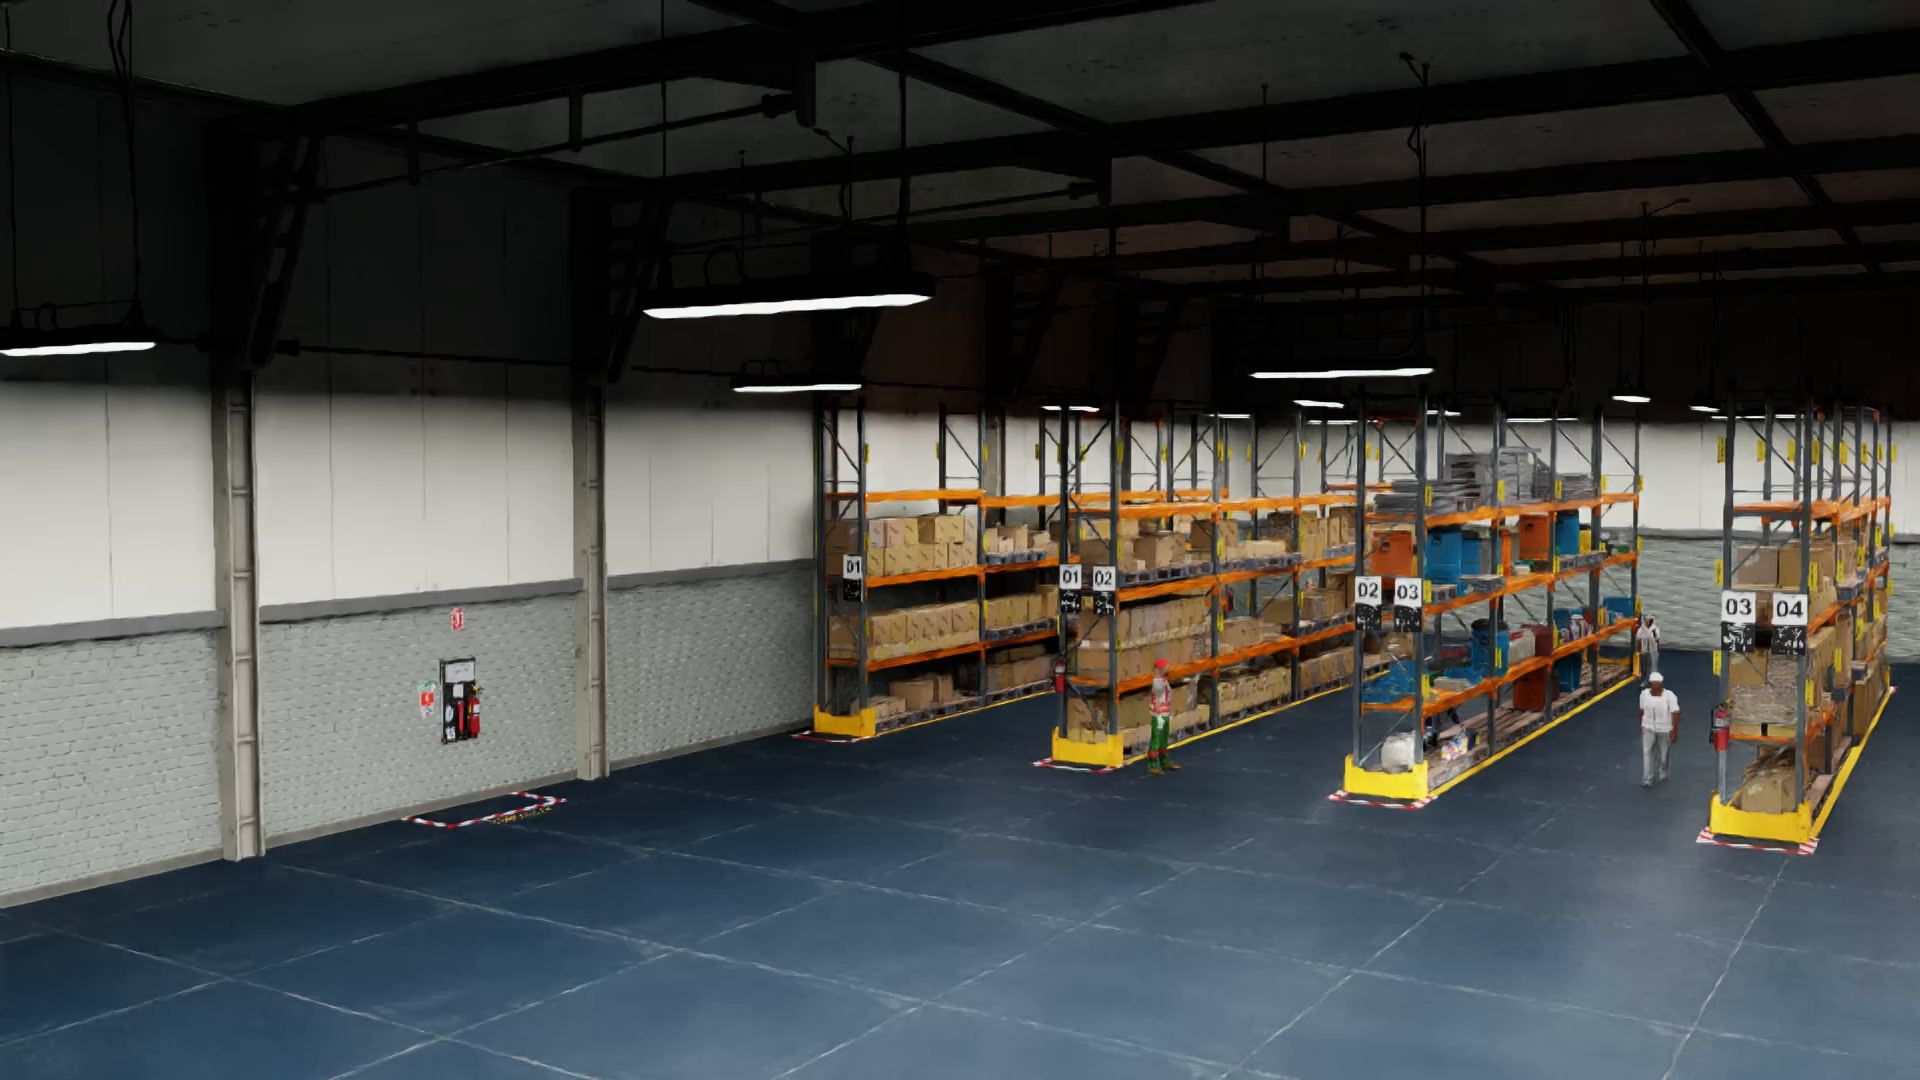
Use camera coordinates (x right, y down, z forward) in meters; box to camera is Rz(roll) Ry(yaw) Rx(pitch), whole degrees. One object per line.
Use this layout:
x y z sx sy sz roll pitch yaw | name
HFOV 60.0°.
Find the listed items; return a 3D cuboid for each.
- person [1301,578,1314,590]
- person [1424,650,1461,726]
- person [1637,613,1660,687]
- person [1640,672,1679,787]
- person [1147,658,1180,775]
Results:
8.902 1.872 42.519 0.682 1.781 0.525 -2 3 -31 | person
8.512 2.684 29.397 0.887 1.534 0.460 -2 4 -35 | person
14.506 2.335 35.048 0.448 1.623 0.997 1 3 24 | person
10.508 2.831 25.031 0.589 1.716 1.043 2 4 31 | person
3.177 2.730 25.907 0.468 1.787 0.625 1 3 15 | person
